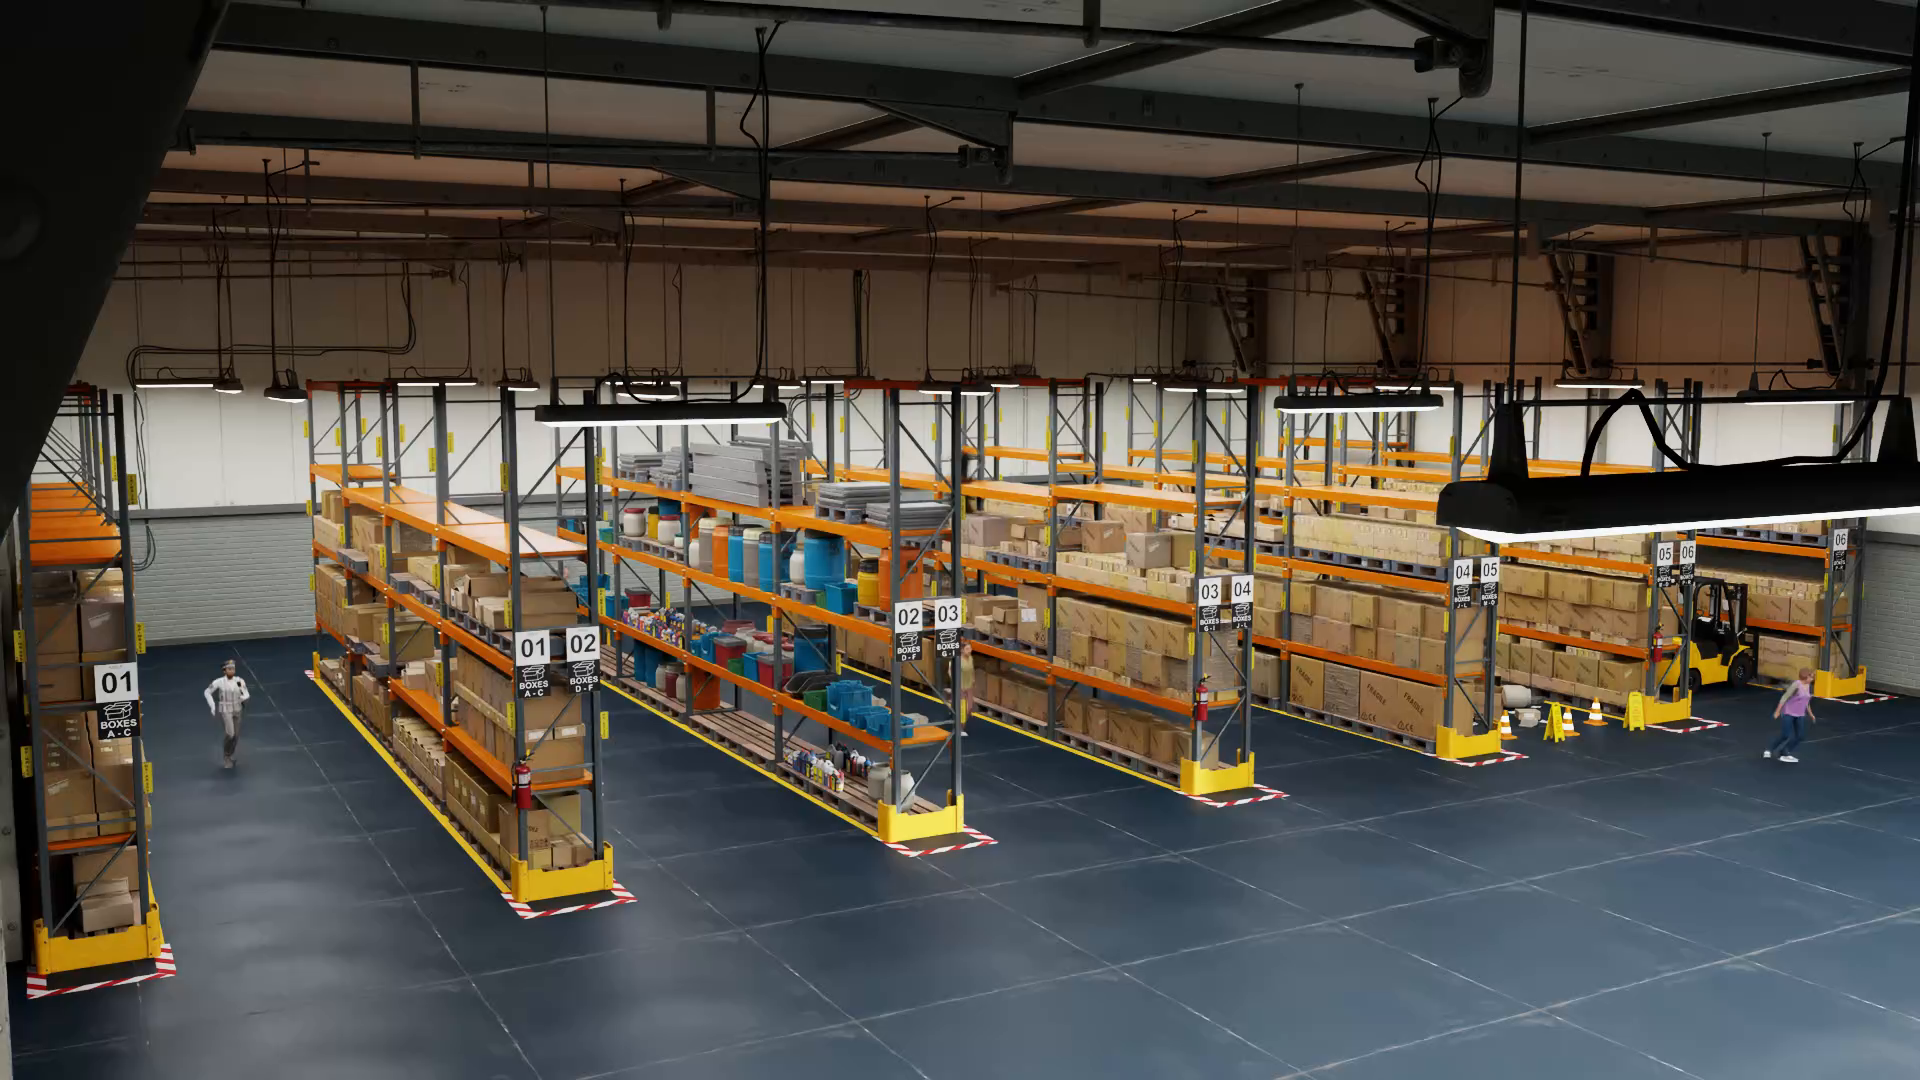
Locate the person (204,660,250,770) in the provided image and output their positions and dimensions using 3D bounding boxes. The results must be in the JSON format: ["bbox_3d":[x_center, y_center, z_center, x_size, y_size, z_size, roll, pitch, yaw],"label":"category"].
[{"bbox_3d":[-11.434,2.725,26.054,0.598,1.718,0.694,-6,8,-44],"label":"person"}]

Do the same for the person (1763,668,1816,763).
[{"bbox_3d":[13.169,2.767,26.394,0.668,1.526,0.580,-4,7,-31],"label":"person"}]

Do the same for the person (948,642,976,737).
[{"bbox_3d":[0.000,2.522,28.433,0.575,1.622,0.571,-4,7,-33],"label":"person"}]

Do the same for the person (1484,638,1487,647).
[{"bbox_3d":[11.100,1.665,35.996,0.575,1.666,0.848,-4,7,-32],"label":"person"}]

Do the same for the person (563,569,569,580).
[{"bbox_3d":[-9.440,1.454,38.355,1.185,1.548,0.735,0,6,2],"label":"person"}]
